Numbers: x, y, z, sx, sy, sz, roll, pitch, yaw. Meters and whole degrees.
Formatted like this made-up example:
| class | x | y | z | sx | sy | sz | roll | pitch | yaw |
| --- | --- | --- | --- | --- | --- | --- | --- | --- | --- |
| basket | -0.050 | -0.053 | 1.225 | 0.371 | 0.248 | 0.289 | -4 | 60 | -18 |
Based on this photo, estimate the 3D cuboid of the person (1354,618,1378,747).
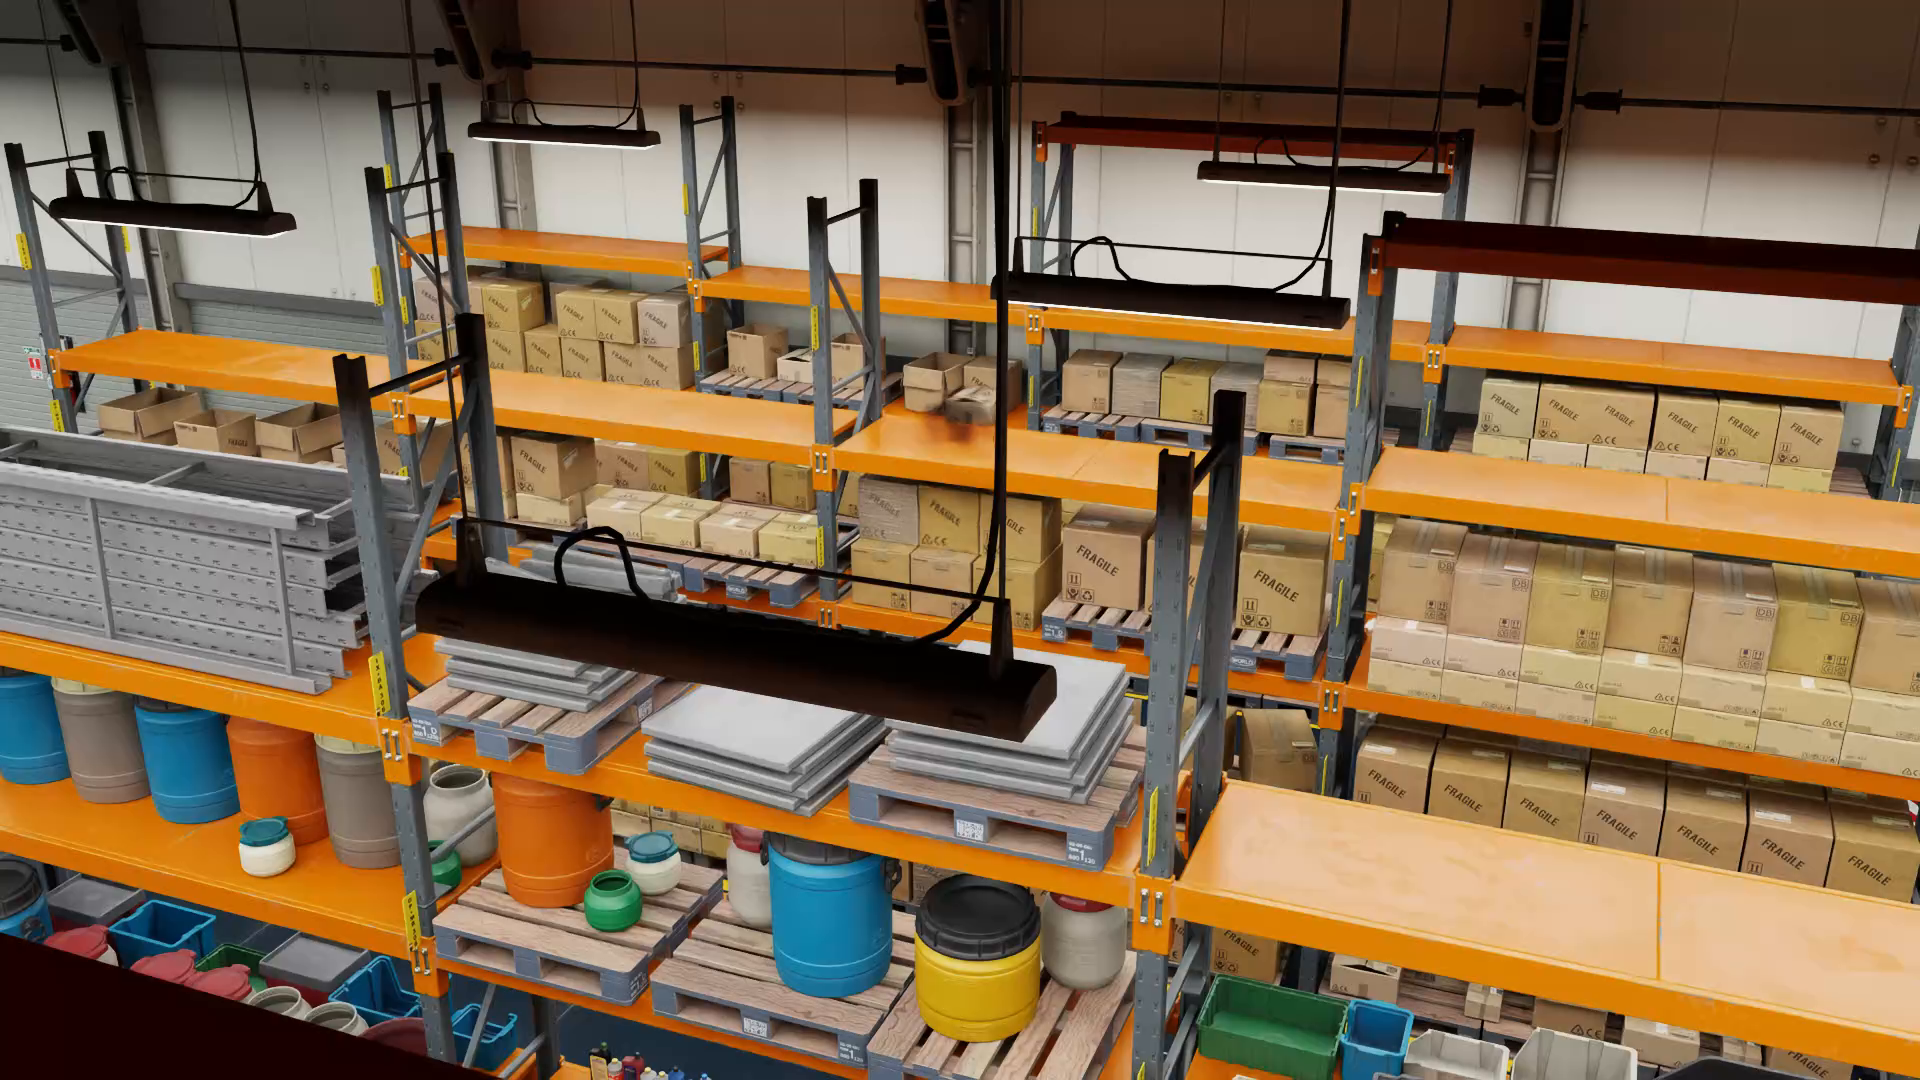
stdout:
| class | x | y | z | sx | sy | sz | roll | pitch | yaw |
| --- | --- | --- | --- | --- | --- | --- | --- | --- | --- |
| person | 3.775 | 1.564 | 15.749 | 0.885 | 1.769 | 0.591 | 7 | 22 | 17 |
